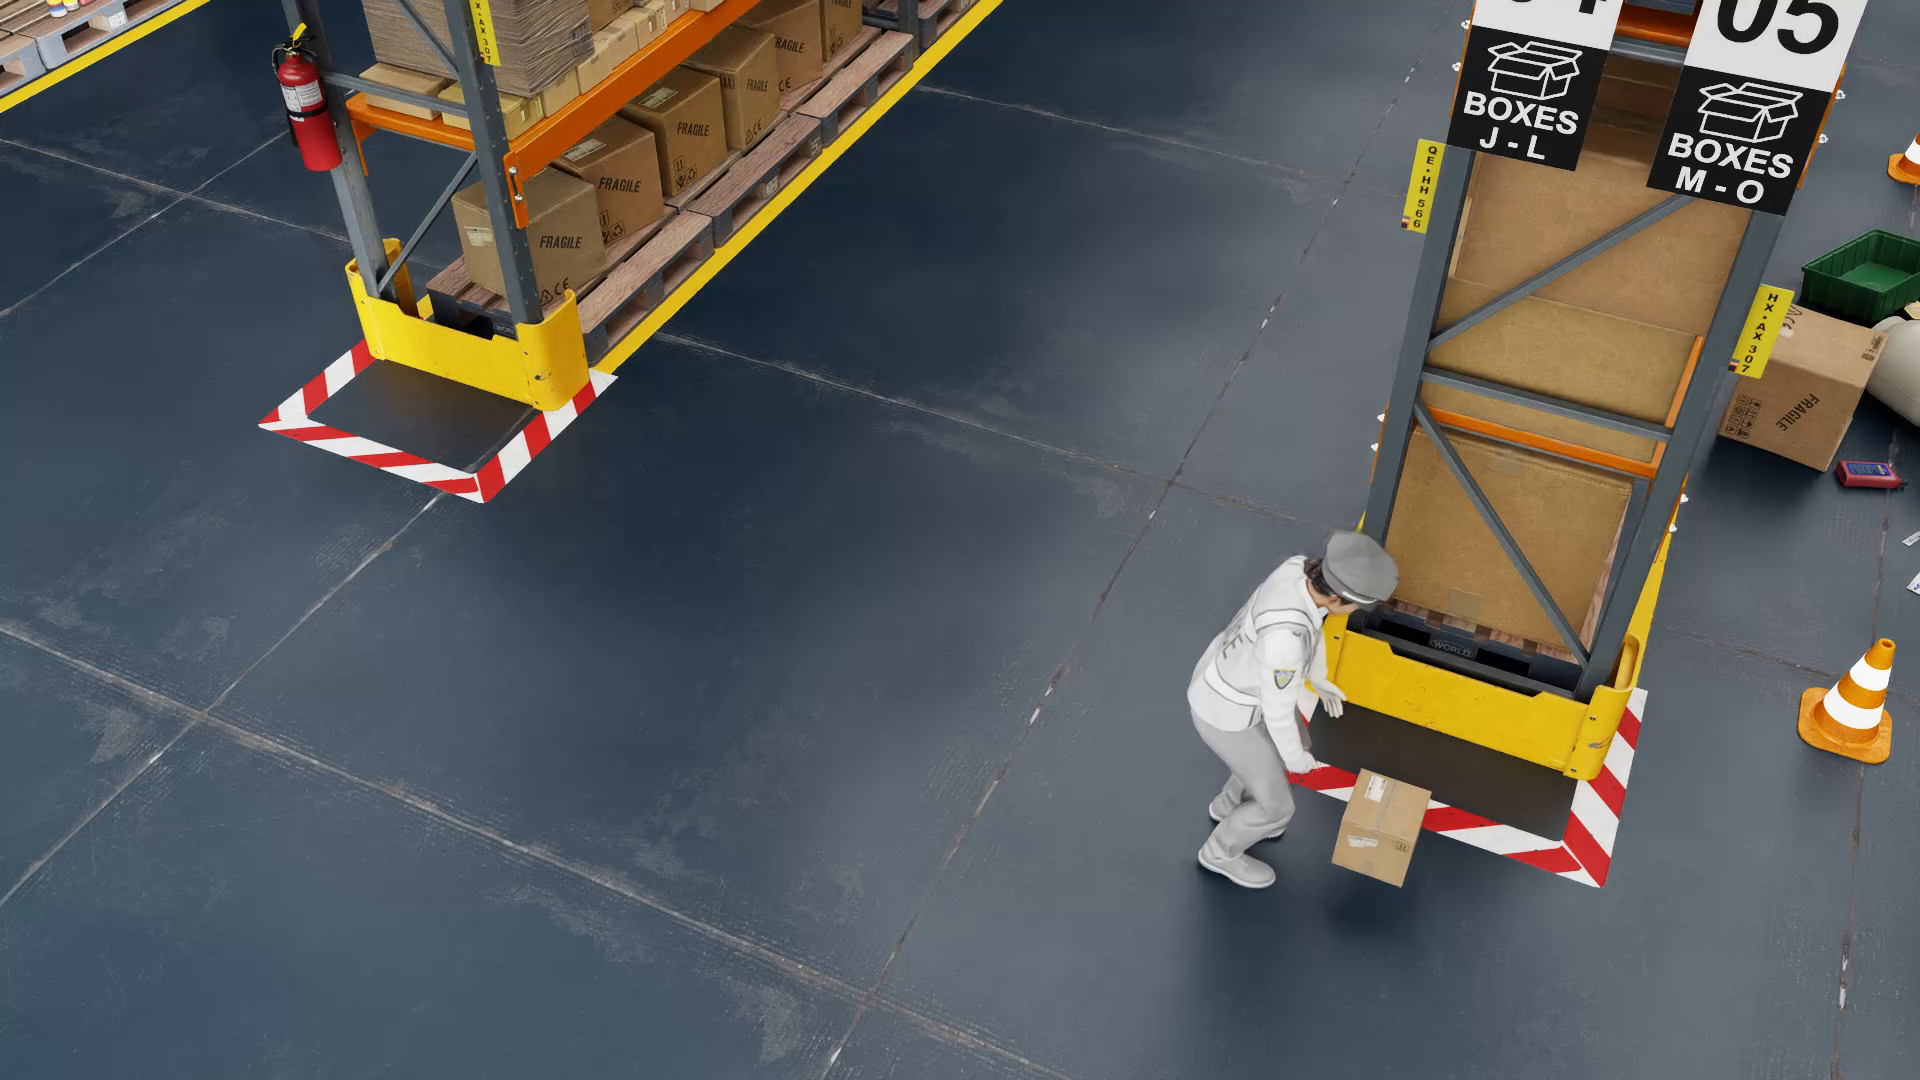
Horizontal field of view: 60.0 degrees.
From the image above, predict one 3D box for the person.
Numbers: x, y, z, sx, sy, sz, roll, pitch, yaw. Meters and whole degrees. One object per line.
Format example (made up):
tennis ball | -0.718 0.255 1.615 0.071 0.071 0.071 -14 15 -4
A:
person | 1.090 0.583 5.681 0.654 1.455 0.533 15 44 16
